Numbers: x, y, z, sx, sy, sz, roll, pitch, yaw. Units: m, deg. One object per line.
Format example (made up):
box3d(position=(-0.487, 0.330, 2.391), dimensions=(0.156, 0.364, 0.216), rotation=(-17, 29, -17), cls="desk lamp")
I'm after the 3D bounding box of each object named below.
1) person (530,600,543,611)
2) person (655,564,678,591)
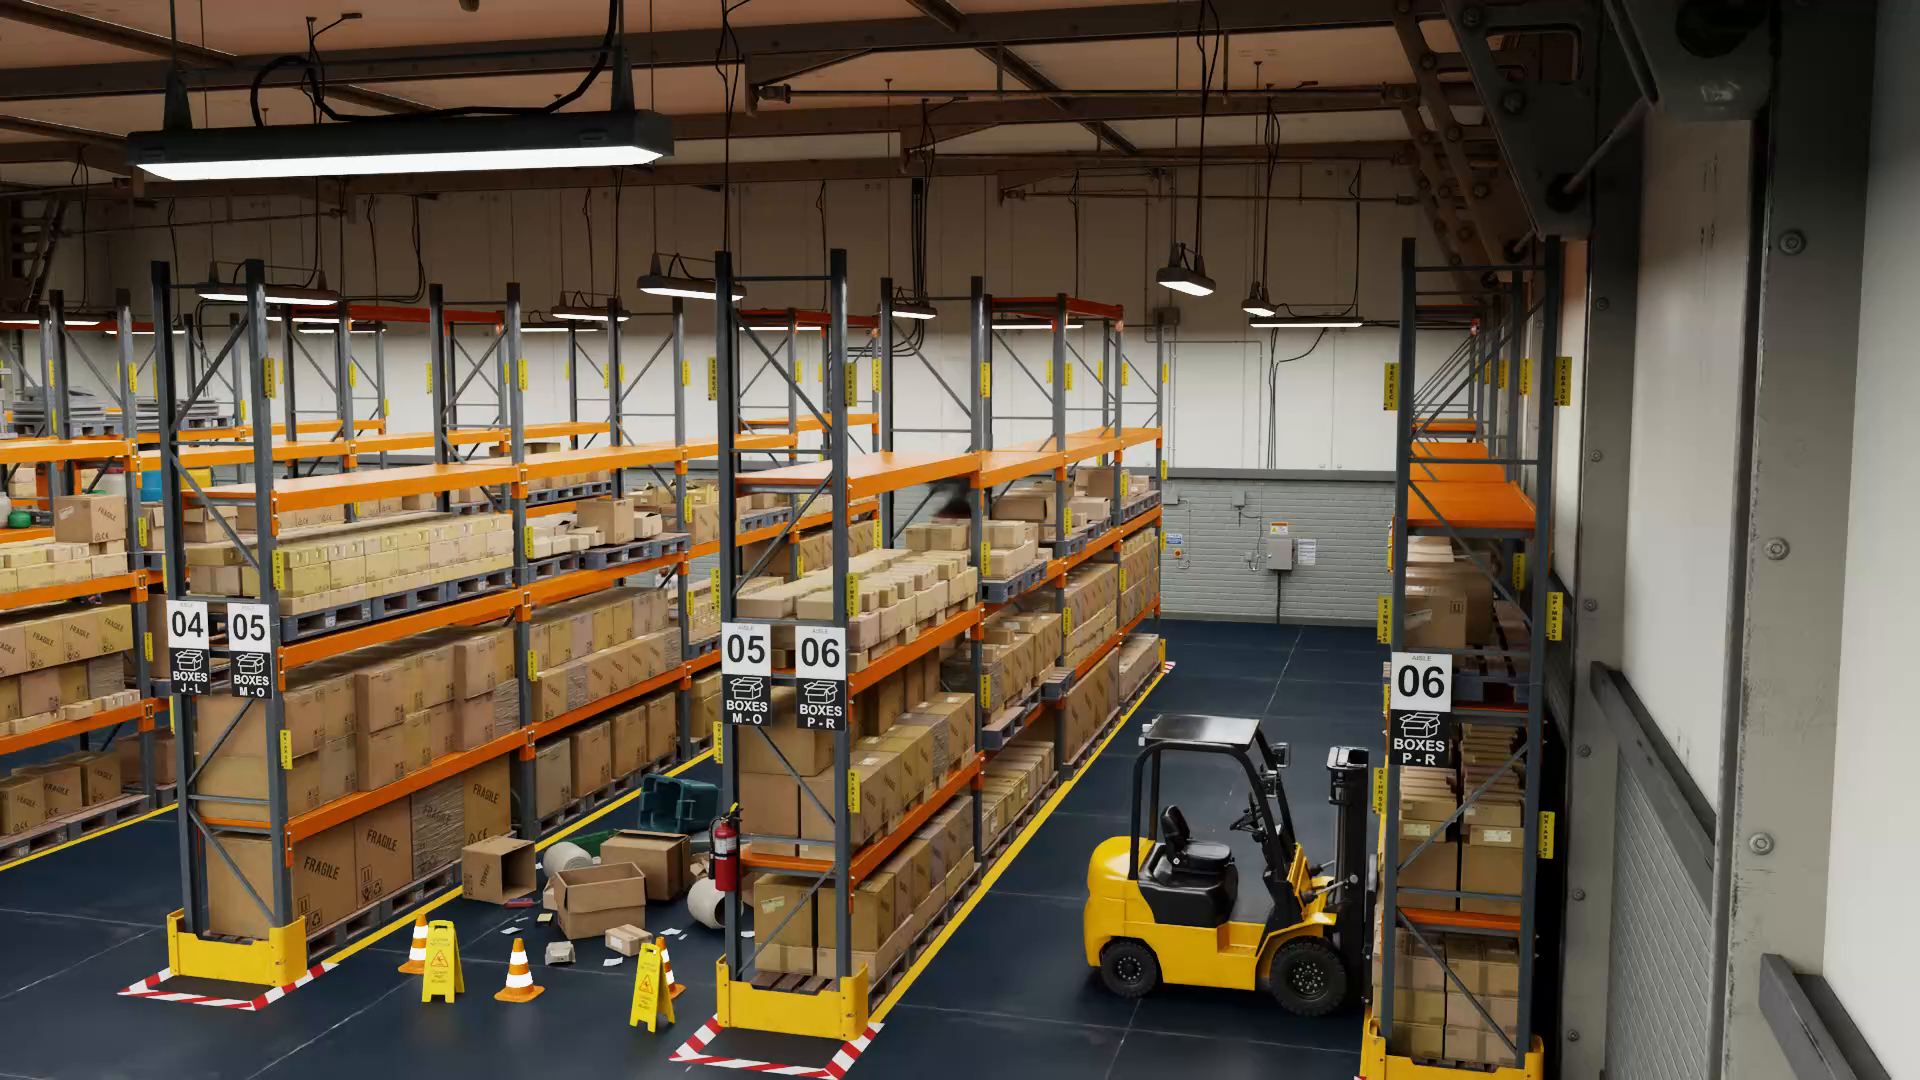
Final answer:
box3d(position=(-6.396, 1.645, 25.140), dimensions=(0.610, 1.754, 0.889), rotation=(2, 6, 15), cls="person")
box3d(position=(-5.221, 1.177, 29.810), dimensions=(0.565, 1.674, 0.767), rotation=(0, 6, 4), cls="person")
